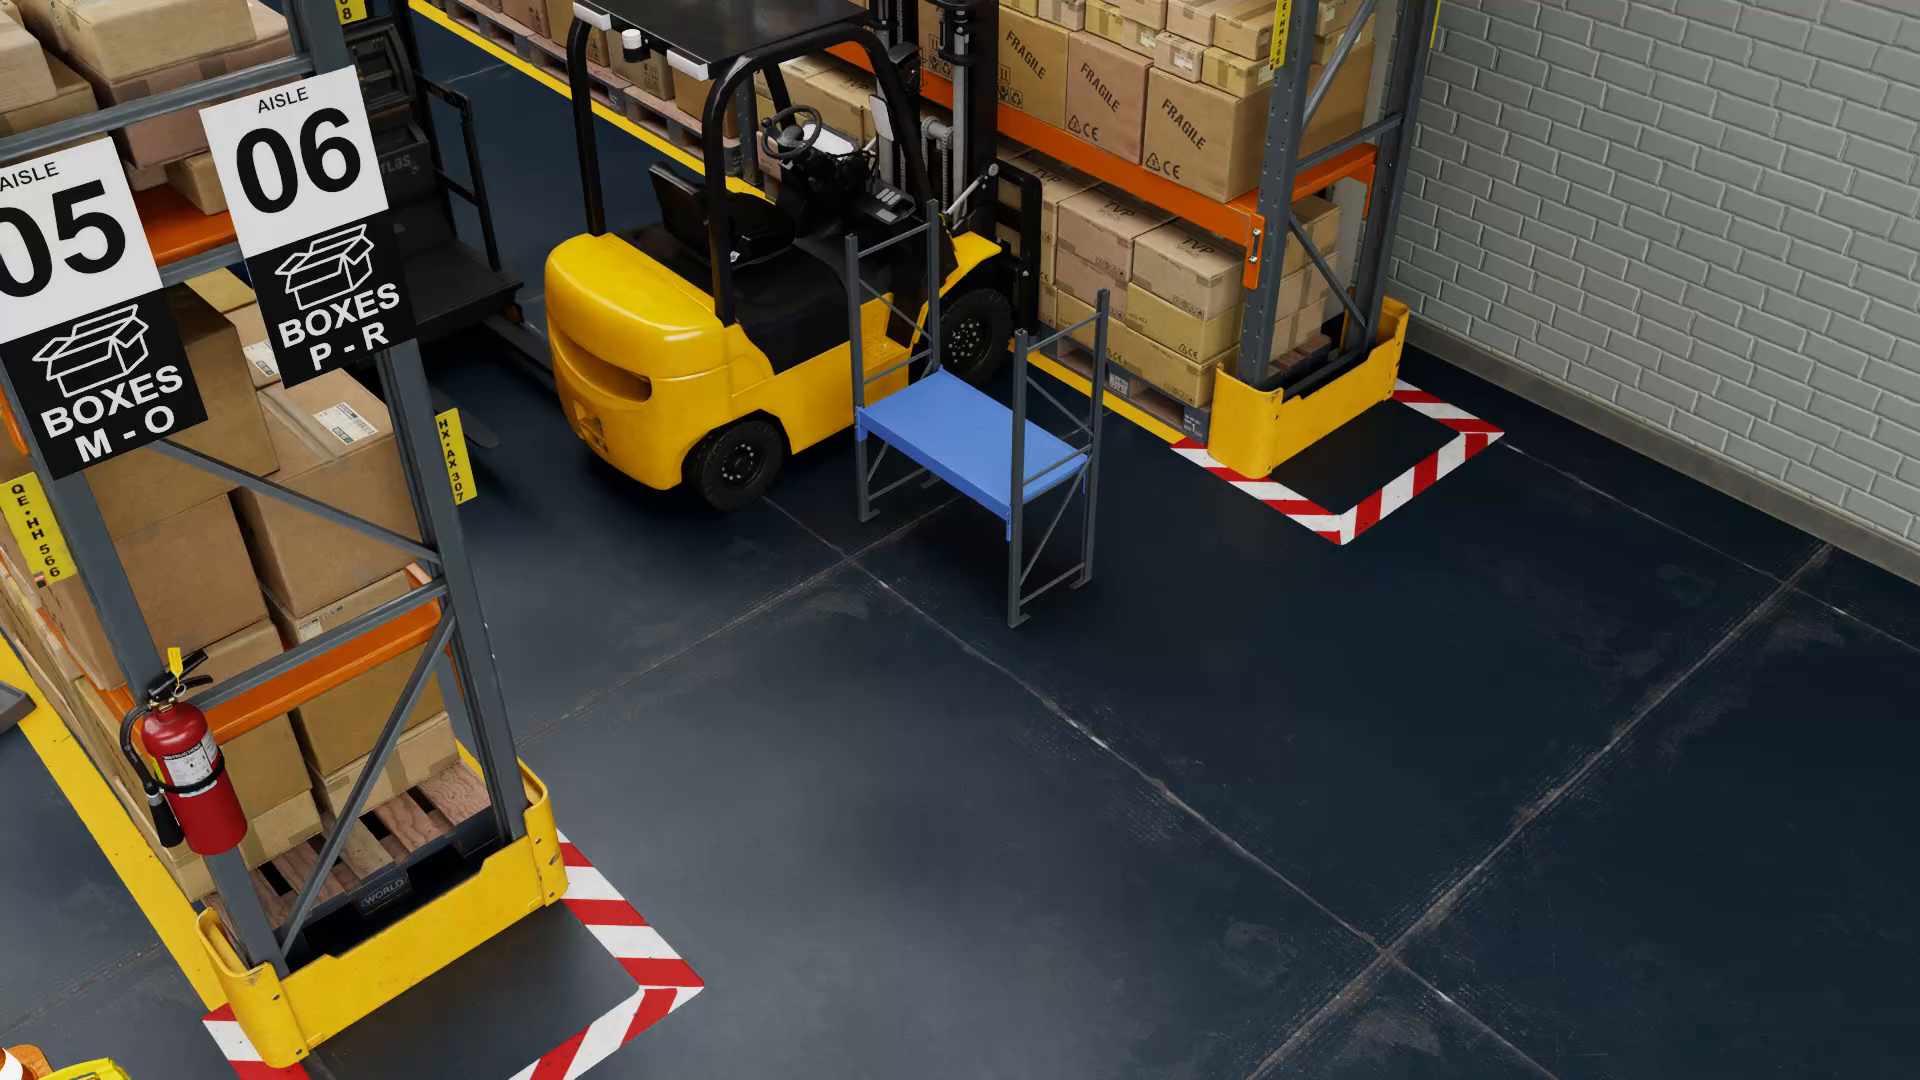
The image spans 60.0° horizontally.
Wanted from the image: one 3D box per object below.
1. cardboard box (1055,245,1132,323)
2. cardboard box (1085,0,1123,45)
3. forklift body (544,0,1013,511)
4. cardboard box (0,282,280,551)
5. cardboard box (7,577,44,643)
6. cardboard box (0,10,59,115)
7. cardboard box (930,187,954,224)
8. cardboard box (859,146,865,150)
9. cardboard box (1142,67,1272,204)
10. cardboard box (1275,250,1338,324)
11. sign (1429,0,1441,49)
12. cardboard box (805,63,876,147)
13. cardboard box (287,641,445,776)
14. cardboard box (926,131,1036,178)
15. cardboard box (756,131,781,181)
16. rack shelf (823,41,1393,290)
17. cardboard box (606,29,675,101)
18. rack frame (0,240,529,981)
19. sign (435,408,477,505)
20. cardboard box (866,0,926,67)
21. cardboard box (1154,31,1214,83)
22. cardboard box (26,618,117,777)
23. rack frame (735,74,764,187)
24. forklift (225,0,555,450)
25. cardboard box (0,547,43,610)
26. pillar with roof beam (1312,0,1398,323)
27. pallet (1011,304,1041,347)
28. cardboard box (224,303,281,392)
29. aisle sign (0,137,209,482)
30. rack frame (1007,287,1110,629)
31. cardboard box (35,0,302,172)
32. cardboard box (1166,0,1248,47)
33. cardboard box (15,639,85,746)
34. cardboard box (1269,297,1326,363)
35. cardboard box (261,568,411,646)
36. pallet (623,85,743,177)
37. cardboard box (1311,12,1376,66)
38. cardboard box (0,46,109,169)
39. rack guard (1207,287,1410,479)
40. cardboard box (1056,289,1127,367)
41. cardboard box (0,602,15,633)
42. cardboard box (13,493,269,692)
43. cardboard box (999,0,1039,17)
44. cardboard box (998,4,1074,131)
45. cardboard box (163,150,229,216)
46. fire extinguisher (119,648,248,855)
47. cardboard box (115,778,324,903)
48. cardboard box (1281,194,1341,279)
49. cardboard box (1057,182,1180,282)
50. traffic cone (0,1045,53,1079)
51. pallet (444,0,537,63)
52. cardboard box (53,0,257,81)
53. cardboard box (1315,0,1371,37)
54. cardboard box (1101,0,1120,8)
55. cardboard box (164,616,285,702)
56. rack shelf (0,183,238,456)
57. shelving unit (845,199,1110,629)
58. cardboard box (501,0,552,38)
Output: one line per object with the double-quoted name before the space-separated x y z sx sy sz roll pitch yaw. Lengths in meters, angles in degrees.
"cardboard box" 0.844 -1.403 8.556 0.500 0.250 0.500 -30 48 -32
"cardboard box" 0.809 -2.490 7.850 0.380 0.149 0.250 -30 48 -32
"forklift body" -0.892 -1.558 7.967 2.313 2.155 1.214 -30 48 -32
"cardboard box" -2.425 -0.362 4.699 0.700 0.500 0.500 -31 48 -33
"cardboard box" -3.118 0.168 5.895 0.380 0.149 0.250 -29 47 -31
"cardboard box" -2.365 -1.085 3.884 0.380 0.149 0.250 -29 47 -31
"cardboard box" 0.144 -1.866 9.130 0.500 0.250 0.500 -30 48 -32
"cardboard box" -0.529 -2.338 9.714 0.500 0.250 0.500 -30 48 -32
"cardboard box" 1.208 -1.941 7.686 0.500 0.500 0.500 -31 48 -33
"cardboard box" 1.570 -1.380 8.528 0.500 0.250 0.500 -29 47 -31
"sign" 2.147 -2.387 7.566 0.100 0.325 0.005 -30 48 -32
"cardboard box" -0.536 -2.522 9.543 0.500 0.250 0.500 -30 48 -32
"cardboard box" -2.277 0.438 6.078 0.500 0.500 0.500 -32 49 -33
"cardboard box" 0.158 -2.050 8.959 0.500 0.250 0.500 -31 48 -33
"cardboard box" -0.887 -2.366 10.147 0.500 0.250 0.500 -29 47 -31
"rack shelf" 0.382 -2.432 8.946 1.077 0.370 4.000 -30 48 -32
"cardboard box" -1.851 -3.476 11.222 0.875 0.625 0.625 -30 48 -32
"rack frame" -1.919 0.325 4.960 1.000 3.000 0.127 -30 48 -32
"sign" -1.520 -0.242 4.974 0.100 0.325 0.005 -30 48 -32
"cardboard box" -0.155 -2.892 8.864 0.500 0.500 0.500 -30 48 -32
"cardboard box" 1.099 -2.224 7.521 0.380 0.149 0.250 -29 47 -31
"cardboard box" -3.008 0.440 6.076 0.500 0.500 0.500 -28 47 -30
"rack frame" -0.971 -3.637 9.866 1.000 3.000 0.127 -30 48 -32
"forklift" -3.052 -2.231 8.179 1.130 2.935 3.031 -31 48 -33
"cardboard box" -2.937 0.037 5.517 0.380 0.149 0.250 -29 47 -31
"pillar with roof beam" -1.243 -2.996 4.297 9.100 9.000 0.400 -30 48 -32
"pallet" 0.366 -1.602 9.565 1.003 0.211 1.213 -30 48 -32
"cardboard box" -2.388 -0.405 5.548 0.500 0.500 0.500 -28 47 -31
"aisle sign" -2.091 -0.534 3.955 0.394 0.787 0.004 -30 48 -32
"rack frame" 0.401 -0.309 6.939 0.500 1.500 0.032 -30 48 -32
"cardboard box" -2.063 -1.245 4.400 0.500 0.250 0.500 -31 48 -32
"cardboard box" 1.147 -2.370 7.465 0.380 0.149 0.250 -30 48 -32
"cardboard box" -3.367 0.489 6.612 0.500 0.250 0.500 -32 49 -33
"cardboard box" 1.546 -1.190 8.690 0.500 0.250 0.500 -30 48 -32
"cardboard box" -1.996 0.178 5.343 0.380 0.149 0.250 -30 48 -32
"pallet" -1.498 -2.877 11.144 1.003 0.211 1.213 -30 48 -32
"cardboard box" 1.696 -2.344 7.670 0.380 0.149 0.250 -31 48 -33
"cardboard box" -2.464 -1.022 4.123 0.500 0.250 0.500 -31 48 -32
"rack guard" 1.751 -0.802 8.346 1.175 0.500 0.348 -30 48 -32
"cardboard box" 0.855 -1.197 8.699 0.500 0.250 0.500 -30 48 -32
"cardboard box" -3.704 -0.040 6.670 0.500 0.500 0.500 -27 46 -30
"cardboard box" -2.489 0.036 5.001 0.500 0.500 0.500 -31 48 -32
"cardboard box" 0.408 -2.702 8.112 0.380 0.149 0.250 -30 47 -31
"cardboard box" 0.517 -2.422 8.282 0.500 0.500 0.500 -31 48 -32
"cardboard box" -1.904 -1.036 4.457 0.380 0.149 0.250 -30 48 -32
"fire extinguisher" -2.181 0.604 4.676 0.296 0.674 0.183 -30 48 -32
"cardboard box" -2.680 0.961 6.027 0.500 0.250 0.500 -30 48 -32
"cardboard box" 1.549 -1.571 8.367 0.500 0.250 0.500 -31 48 -32
"cardboard box" 0.844 -1.583 8.381 0.500 0.250 0.500 -29 47 -31
"traffic cone" -3.160 1.661 5.325 0.336 0.463 0.334 -30 48 -32
"pallet" -3.148 -4.006 12.542 1.003 0.211 1.213 -30 48 -32
"cardboard box" -2.009 -1.305 4.157 0.380 0.149 0.250 -30 48 -32
"cardboard box" 1.665 -2.439 7.550 0.380 0.149 0.250 -31 48 -32
"cardboard box" 0.837 -2.626 7.782 0.380 0.149 0.250 -30 47 -31
"cardboard box" -2.330 0.341 5.141 0.380 0.149 0.250 -28 47 -30
"rack shelf" -3.272 -1.488 5.390 1.077 0.370 4.000 -30 48 -32
"shelving unit" 0.058 -0.544 7.230 0.538 1.500 1.048 -30 48 -32
"cardboard box" -2.817 -4.134 12.038 0.875 0.625 0.625 -28 47 -30
